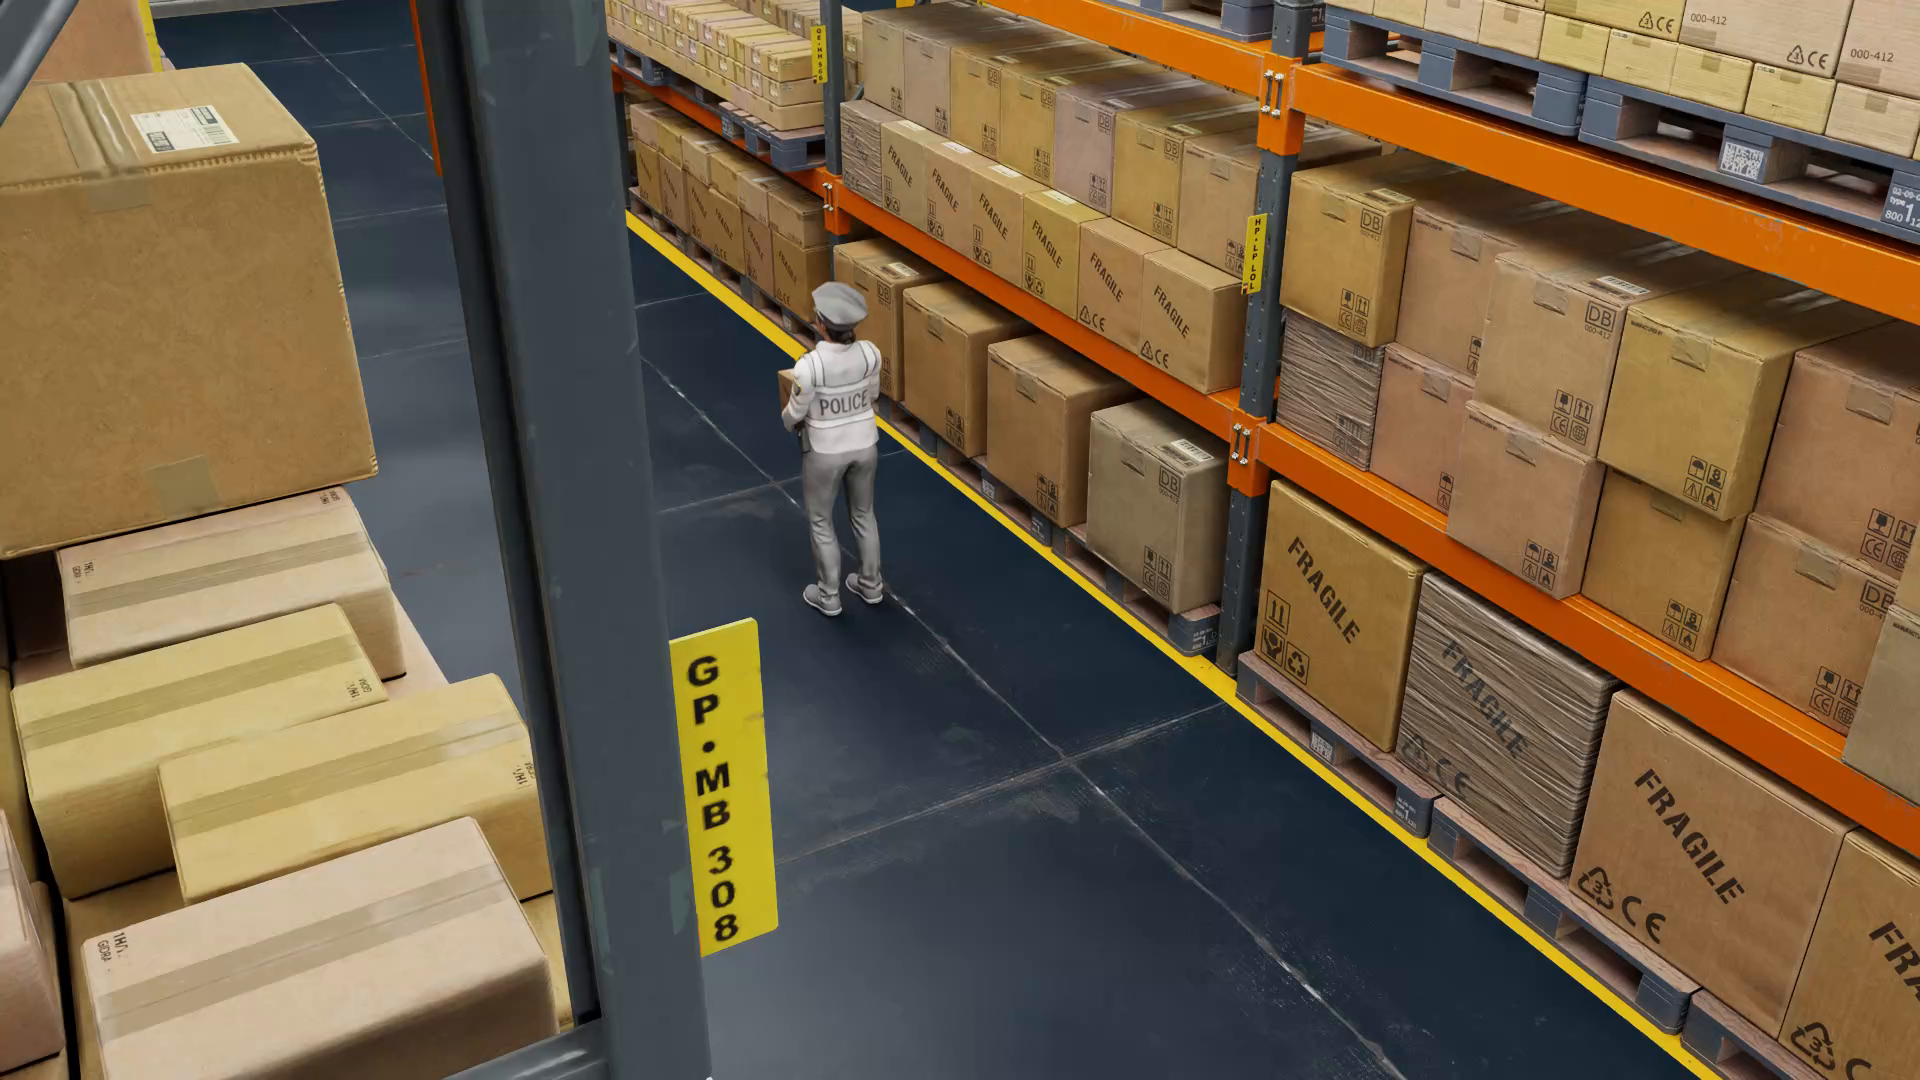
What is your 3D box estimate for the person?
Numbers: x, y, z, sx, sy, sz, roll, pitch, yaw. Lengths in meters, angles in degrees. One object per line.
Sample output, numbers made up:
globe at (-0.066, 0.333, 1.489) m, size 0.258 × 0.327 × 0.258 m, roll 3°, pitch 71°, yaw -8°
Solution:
person at (-0.604, -0.456, 7.917) m, size 0.459 × 1.686 × 0.563 m, roll -15°, pitch 33°, yaw -25°
